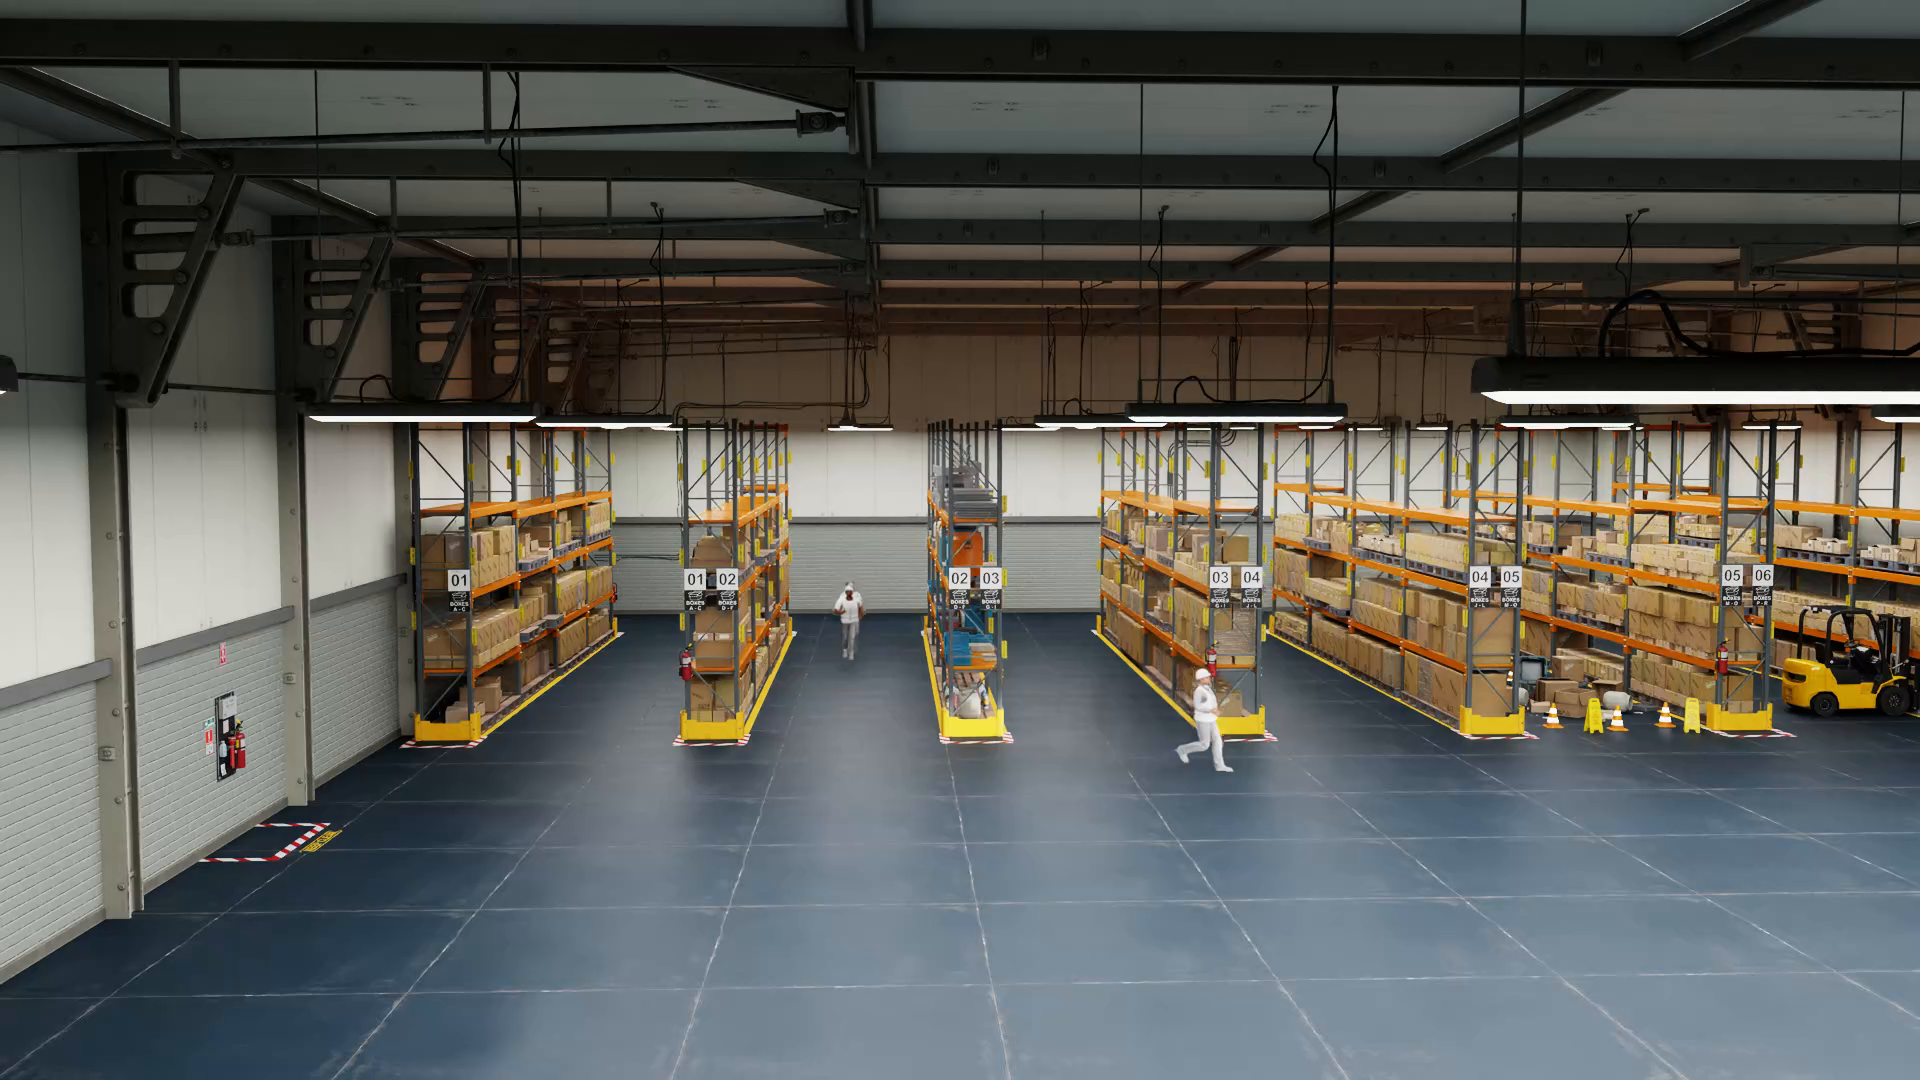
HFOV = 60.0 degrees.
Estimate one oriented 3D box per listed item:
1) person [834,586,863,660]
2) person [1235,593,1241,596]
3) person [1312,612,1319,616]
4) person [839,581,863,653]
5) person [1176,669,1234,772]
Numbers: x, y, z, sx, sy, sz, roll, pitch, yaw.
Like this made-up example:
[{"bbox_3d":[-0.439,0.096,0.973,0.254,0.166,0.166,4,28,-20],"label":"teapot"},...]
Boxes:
[{"bbox_3d":[-2.671,1.992,40.026,0.718,1.791,0.813,-1,4,-11],"label":"person"},{"bbox_3d":[7.741,1.828,47.920,0.759,1.682,0.597,2,4,26],"label":"person"},{"bbox_3d":[10.375,1.818,48.970,0.486,1.563,0.547,0,4,-1],"label":"person"},{"bbox_3d":[-2.731,1.927,41.460,0.662,1.811,0.593,0,4,-8],"label":"person"},{"bbox_3d":[4.160,3.044,28.128,0.971,1.741,0.676,2,4,27],"label":"person"}]
